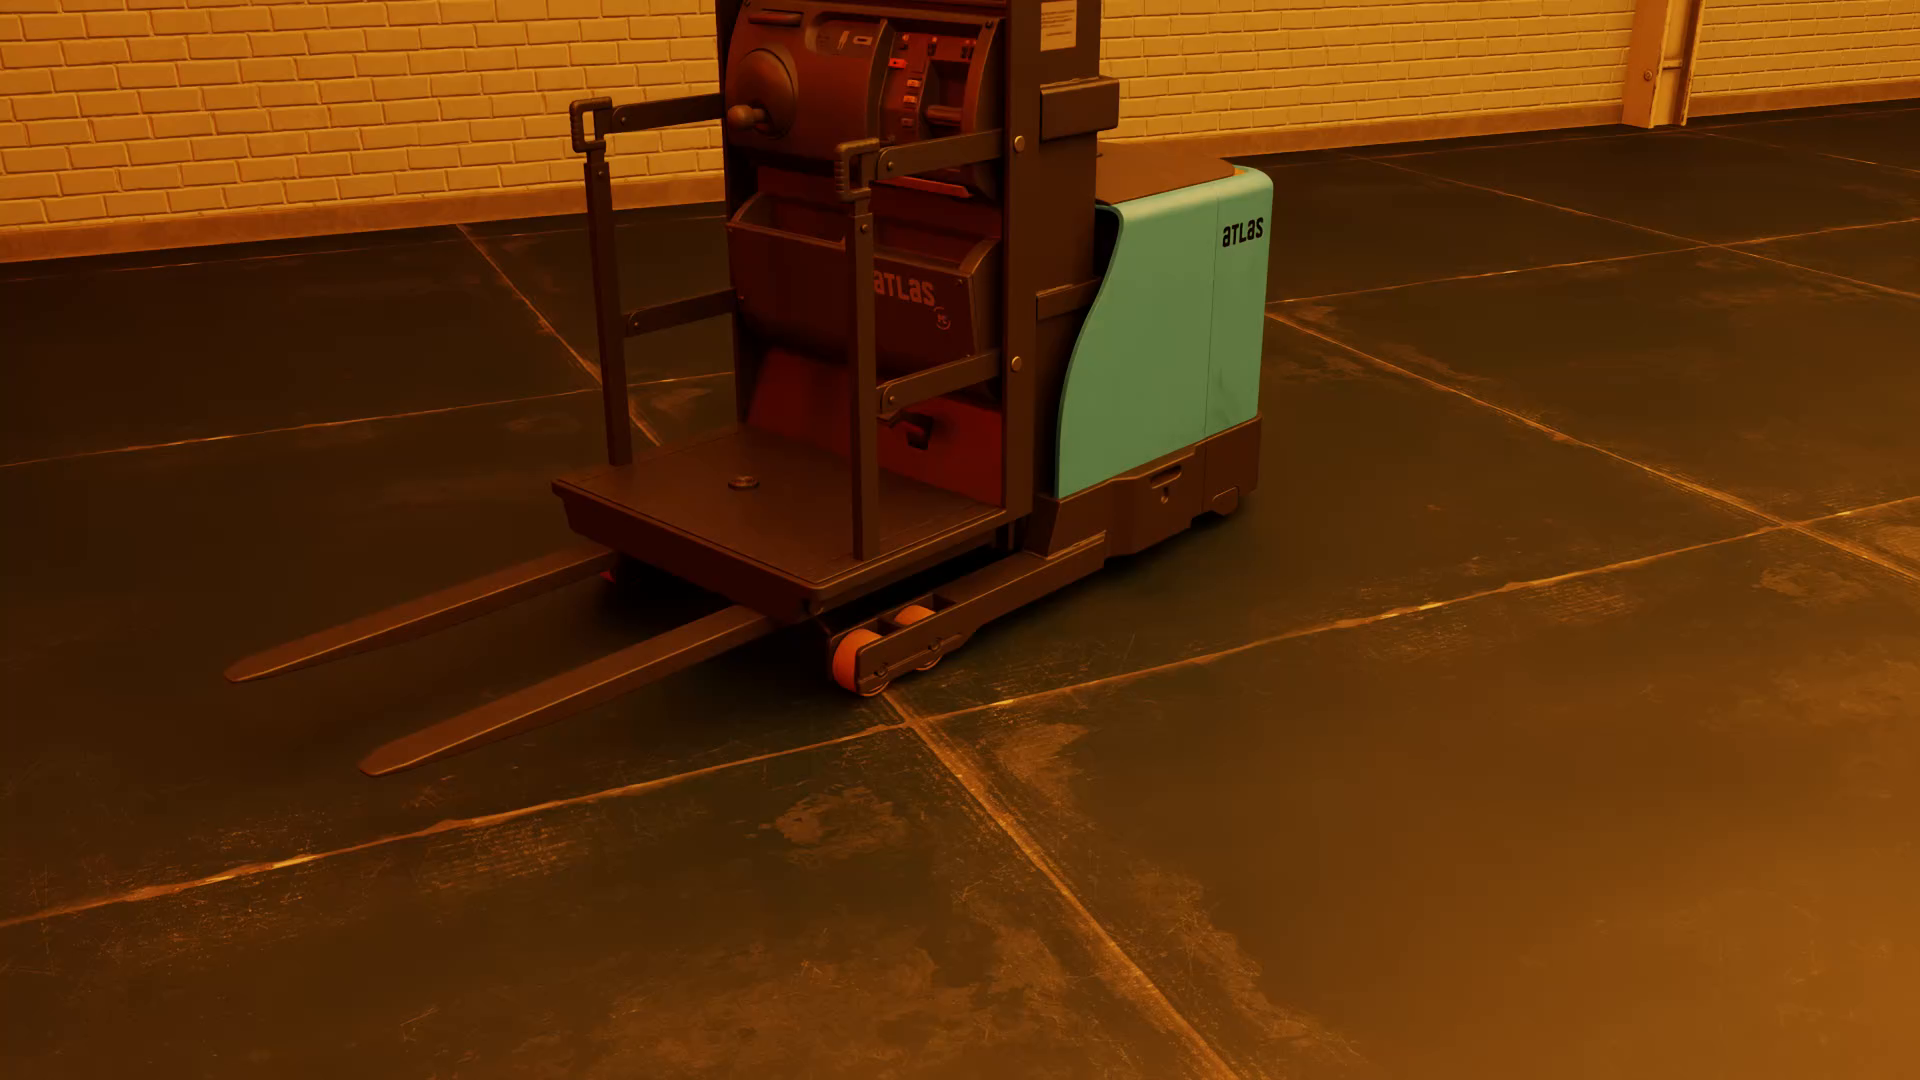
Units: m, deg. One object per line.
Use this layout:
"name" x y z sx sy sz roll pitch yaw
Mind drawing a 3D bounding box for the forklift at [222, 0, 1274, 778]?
"forklift" -0.413 -1.182 4.131 1.130 2.935 3.031 19 29 39
